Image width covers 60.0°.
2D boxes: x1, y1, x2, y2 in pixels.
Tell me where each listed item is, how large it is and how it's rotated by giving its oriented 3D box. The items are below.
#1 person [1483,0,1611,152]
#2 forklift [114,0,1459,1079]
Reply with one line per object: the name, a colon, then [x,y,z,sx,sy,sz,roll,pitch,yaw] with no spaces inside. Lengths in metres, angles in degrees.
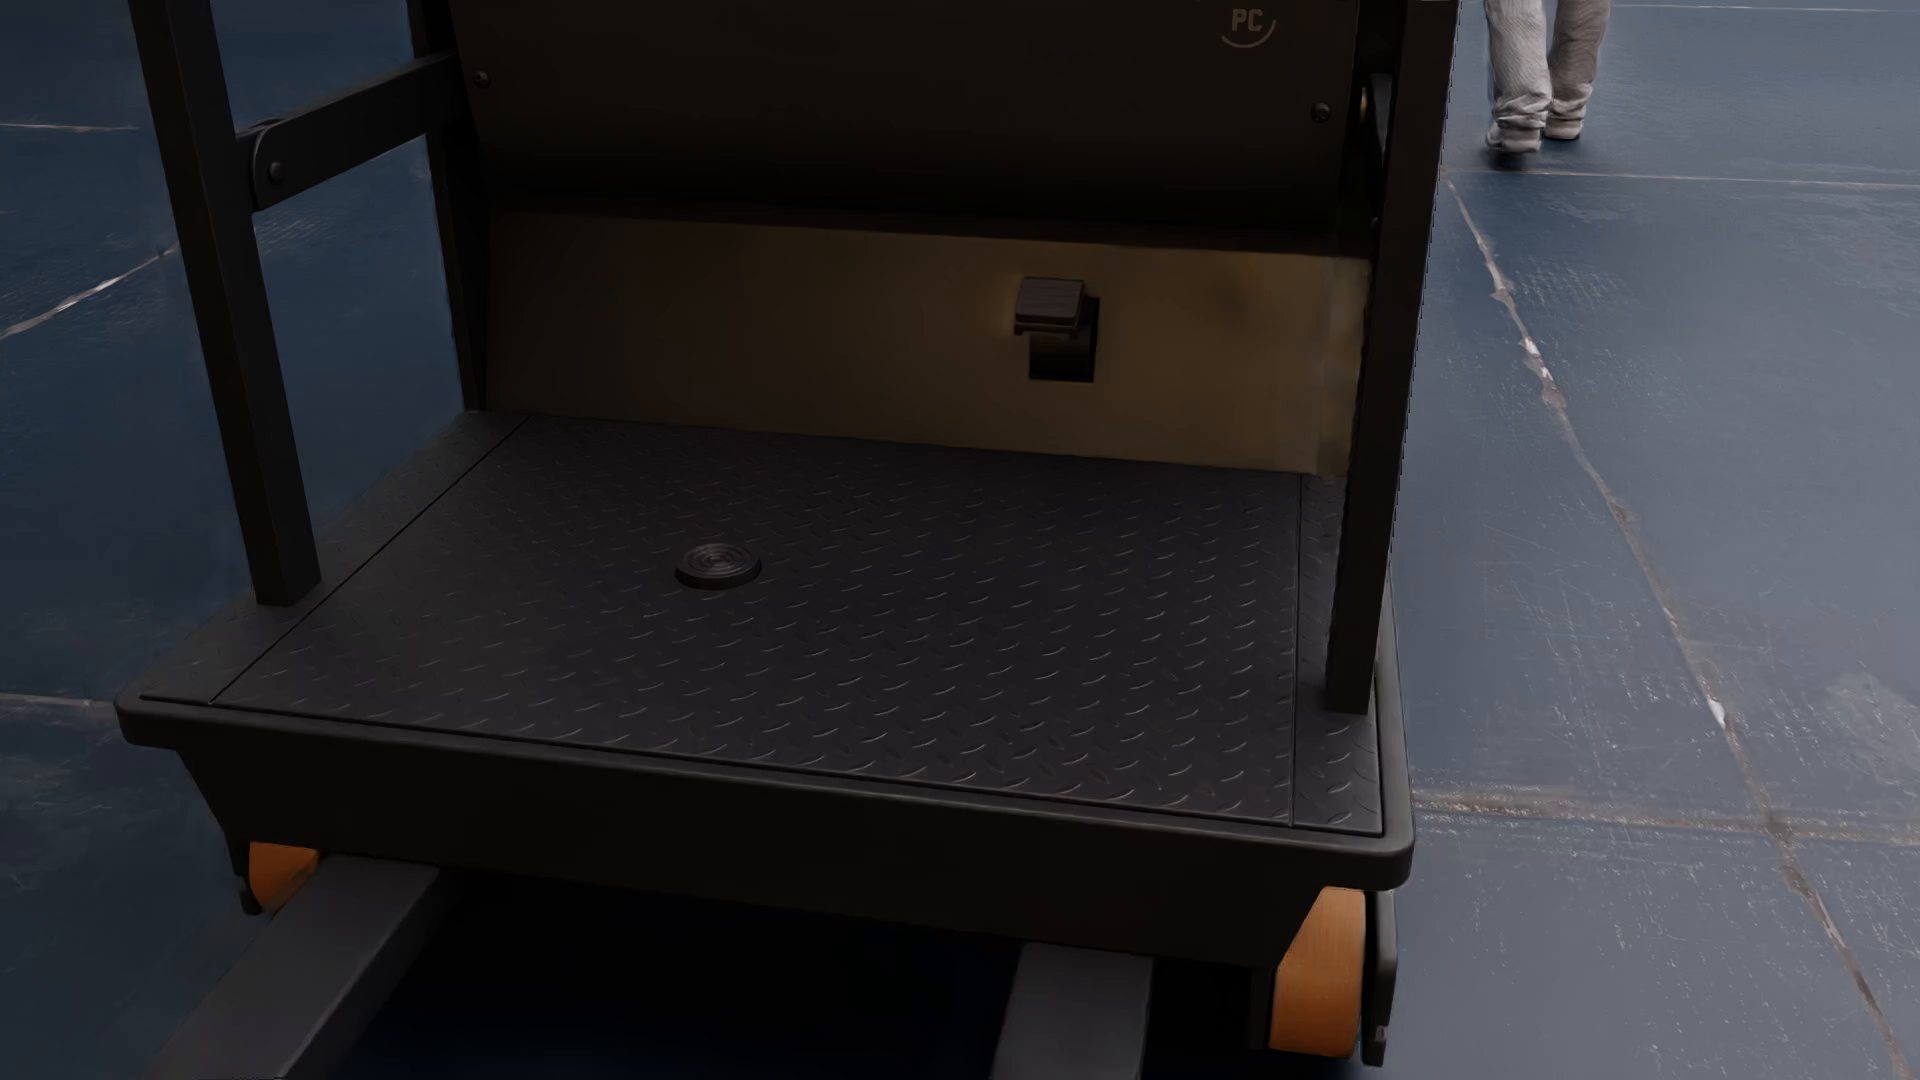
person: [1.673,-1.919,4.403,0.934,1.753,0.751,3,27,6]
forklift: [-0.106,-1.012,1.246,1.130,2.935,3.031,5,27,10]
